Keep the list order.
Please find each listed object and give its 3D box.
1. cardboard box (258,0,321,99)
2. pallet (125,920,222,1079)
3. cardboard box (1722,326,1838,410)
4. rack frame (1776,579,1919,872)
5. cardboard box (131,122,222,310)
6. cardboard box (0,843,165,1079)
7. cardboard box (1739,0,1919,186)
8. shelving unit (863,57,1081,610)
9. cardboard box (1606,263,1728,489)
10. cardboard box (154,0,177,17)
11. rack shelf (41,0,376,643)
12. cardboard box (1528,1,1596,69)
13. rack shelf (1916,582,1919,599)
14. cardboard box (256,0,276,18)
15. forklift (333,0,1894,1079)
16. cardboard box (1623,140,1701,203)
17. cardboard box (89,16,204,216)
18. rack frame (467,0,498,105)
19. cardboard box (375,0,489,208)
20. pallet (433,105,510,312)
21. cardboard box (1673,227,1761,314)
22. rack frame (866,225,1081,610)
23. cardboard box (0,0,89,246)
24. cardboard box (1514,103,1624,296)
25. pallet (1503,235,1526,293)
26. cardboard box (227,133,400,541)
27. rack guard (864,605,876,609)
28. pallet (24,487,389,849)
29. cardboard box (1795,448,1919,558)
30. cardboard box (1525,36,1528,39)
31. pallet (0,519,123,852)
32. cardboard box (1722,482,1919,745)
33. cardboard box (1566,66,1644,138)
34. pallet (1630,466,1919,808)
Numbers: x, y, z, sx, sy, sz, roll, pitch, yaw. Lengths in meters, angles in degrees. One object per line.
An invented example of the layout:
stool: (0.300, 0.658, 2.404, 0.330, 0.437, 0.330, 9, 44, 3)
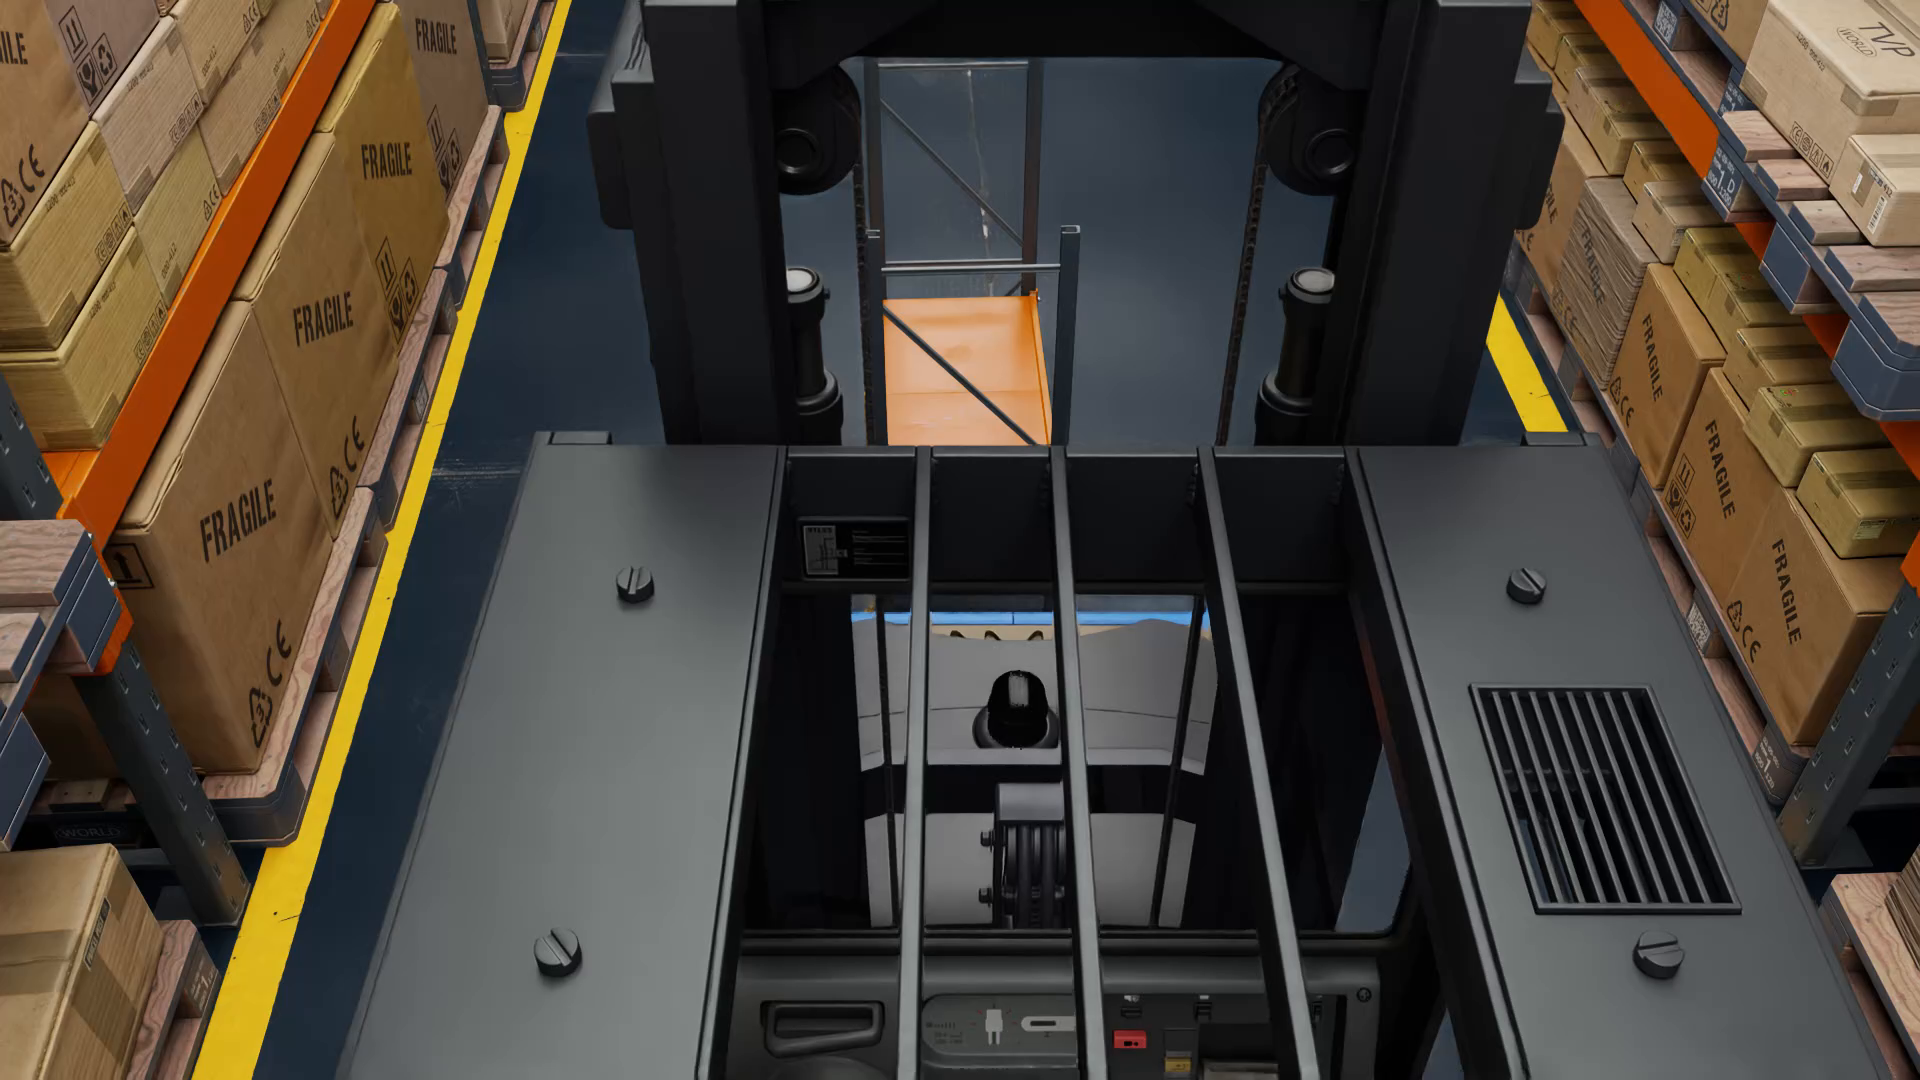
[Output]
cardboard box: (-2.166, -1.472, 4.747, 0.500, 0.250, 0.500, -2, 43, -2)
pallet: (-2.285, 1.399, 3.567, 1.003, 0.211, 1.213, -2, 43, -2)
cardboard box: (2.359, -0.462, 4.594, 0.380, 0.149, 0.250, -3, 43, -3)
rack frame: (2.642, -0.301, 3.359, 1.000, 3.000, 0.127, -2, 43, -2)
cardboard box: (-2.126, -0.785, 3.997, 0.500, 0.250, 0.500, -3, 43, -3)
cardboard box: (-2.303, 1.039, 3.530, 0.950, 0.372, 0.625, -4, 43, -5)
cardboard box: (2.274, -1.104, 4.035, 0.500, 0.250, 0.500, -3, 43, -4)
shelving unit: (0.003, -0.501, 4.687, 0.587, 1.500, 1.083, -2, 43, -2)
cardboard box: (2.374, -0.505, 5.121, 0.500, 0.500, 0.500, 0, 43, 0)
cardboard box: (-2.131, -1.586, 3.947, 0.500, 0.500, 0.500, -1, 43, -1)
rack shelf: (-2.402, -1.241, 4.917, 1.077, 0.370, 4.000, -2, 43, -2)
cardboard box: (2.333, -1.867, 6.126, 0.380, 0.149, 0.250, -4, 43, -4)
rack shelf: (2.727, 1.314, 2.129, 1.077, 0.370, 4.000, -2, 43, -2)
cardboard box: (-2.129, -1.663, 4.586, 0.500, 0.250, 0.500, -1, 43, -1)
forklift: (0.108, 0.853, 2.150, 1.130, 2.935, 3.031, 0, 43, 0)
cardboard box: (2.381, -1.163, 5.358, 0.380, 0.149, 0.250, -1, 43, -2)
cardboard box: (-2.112, -0.984, 3.844, 0.500, 0.250, 0.500, -1, 43, -1)
rack frame: (-2.487, -2.857, 6.147, 1.000, 3.000, 0.127, -2, 43, -2)
cardboard box: (-2.380, -1.812, 6.269, 0.875, 0.875, 0.875, 0, 43, 0)
pallet: (-2.378, -1.310, 6.523, 1.003, 0.211, 1.213, -2, 43, -2)
cardboard box: (2.382, -0.810, 4.973, 0.380, 0.149, 0.250, -2, 43, -2)
rack frame: (0.025, -0.152, 4.306, 0.500, 1.500, 0.032, -2, 43, -2)
cardboard box: (-2.093, -0.902, 3.200, 0.500, 0.500, 0.500, -3, 43, -3)
cardboard box: (2.318, -1.206, 5.885, 0.500, 0.500, 0.500, -3, 43, -3)
pallet: (2.545, -1.426, 6.649, 1.003, 0.211, 1.213, -2, 43, -2)
cardboard box: (-2.297, -0.599, 4.945, 0.875, 0.875, 0.875, -1, 43, -1)
rack guard: (0.024, 0.296, 4.743, 0.587, 0.250, 0.087, -2, 43, -2)
pallet: (-2.275, 0.337, 4.726, 1.003, 0.211, 1.213, -2, 43, -2)
cardboard box: (2.368, -0.100, 4.198, 0.380, 0.149, 0.250, -4, 43, -4)
cardboard box: (2.268, -1.902, 6.644, 0.500, 0.500, 0.500, 0, 43, 0)
pallet: (-2.180, 0.392, 2.744, 1.213, 0.211, 1.003, -2, 43, -2)
cardboard box: (2.410, 0.186, 4.366, 0.500, 0.500, 0.500, -1, 43, -1)
cardboard box: (2.332, -1.512, 5.739, 0.380, 0.149, 0.250, -2, 43, -2)
pallet: (2.648, 0.221, 4.852, 1.003, 0.211, 1.213, -2, 43, -2)
